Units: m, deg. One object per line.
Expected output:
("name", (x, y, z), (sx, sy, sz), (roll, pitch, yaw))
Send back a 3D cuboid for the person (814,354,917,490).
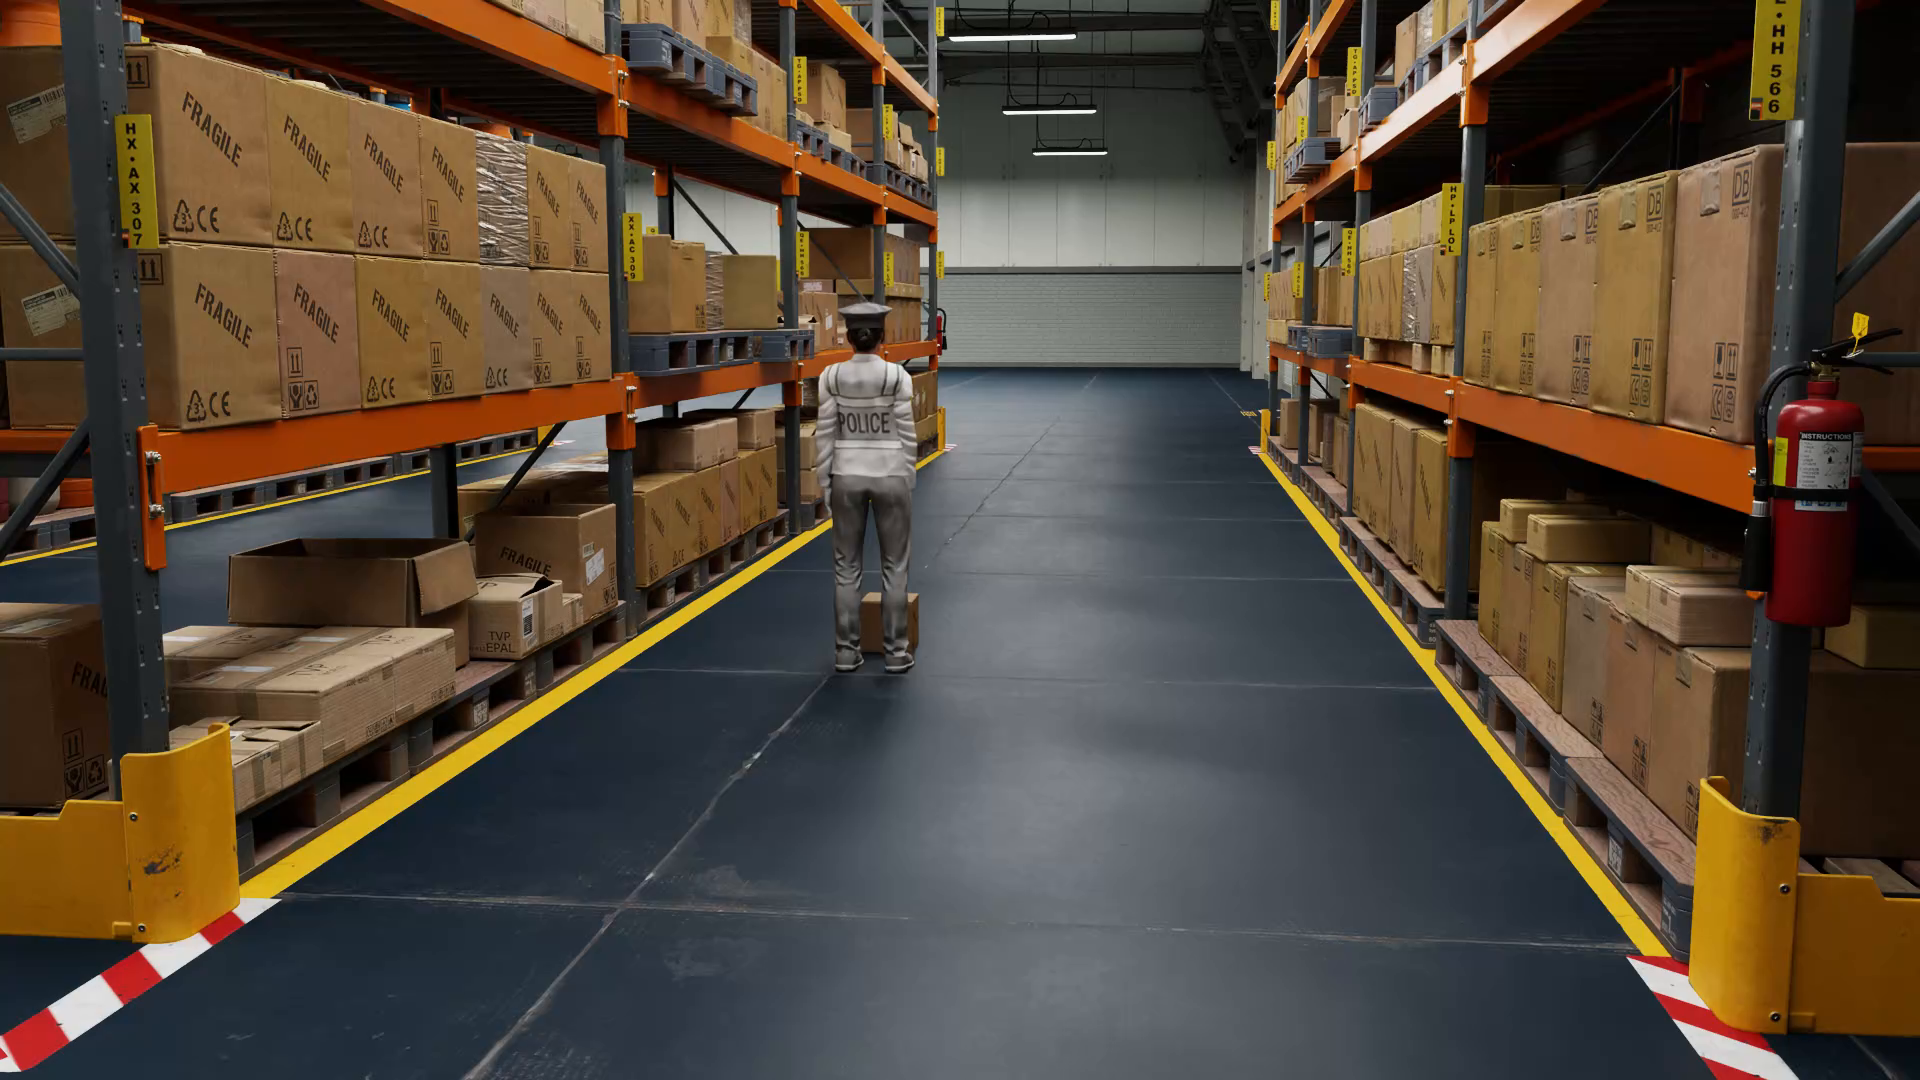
("person", (-0.421, -0.533, 7.489), (0.469, 0.608, 0.312), (1, 8, 7))
